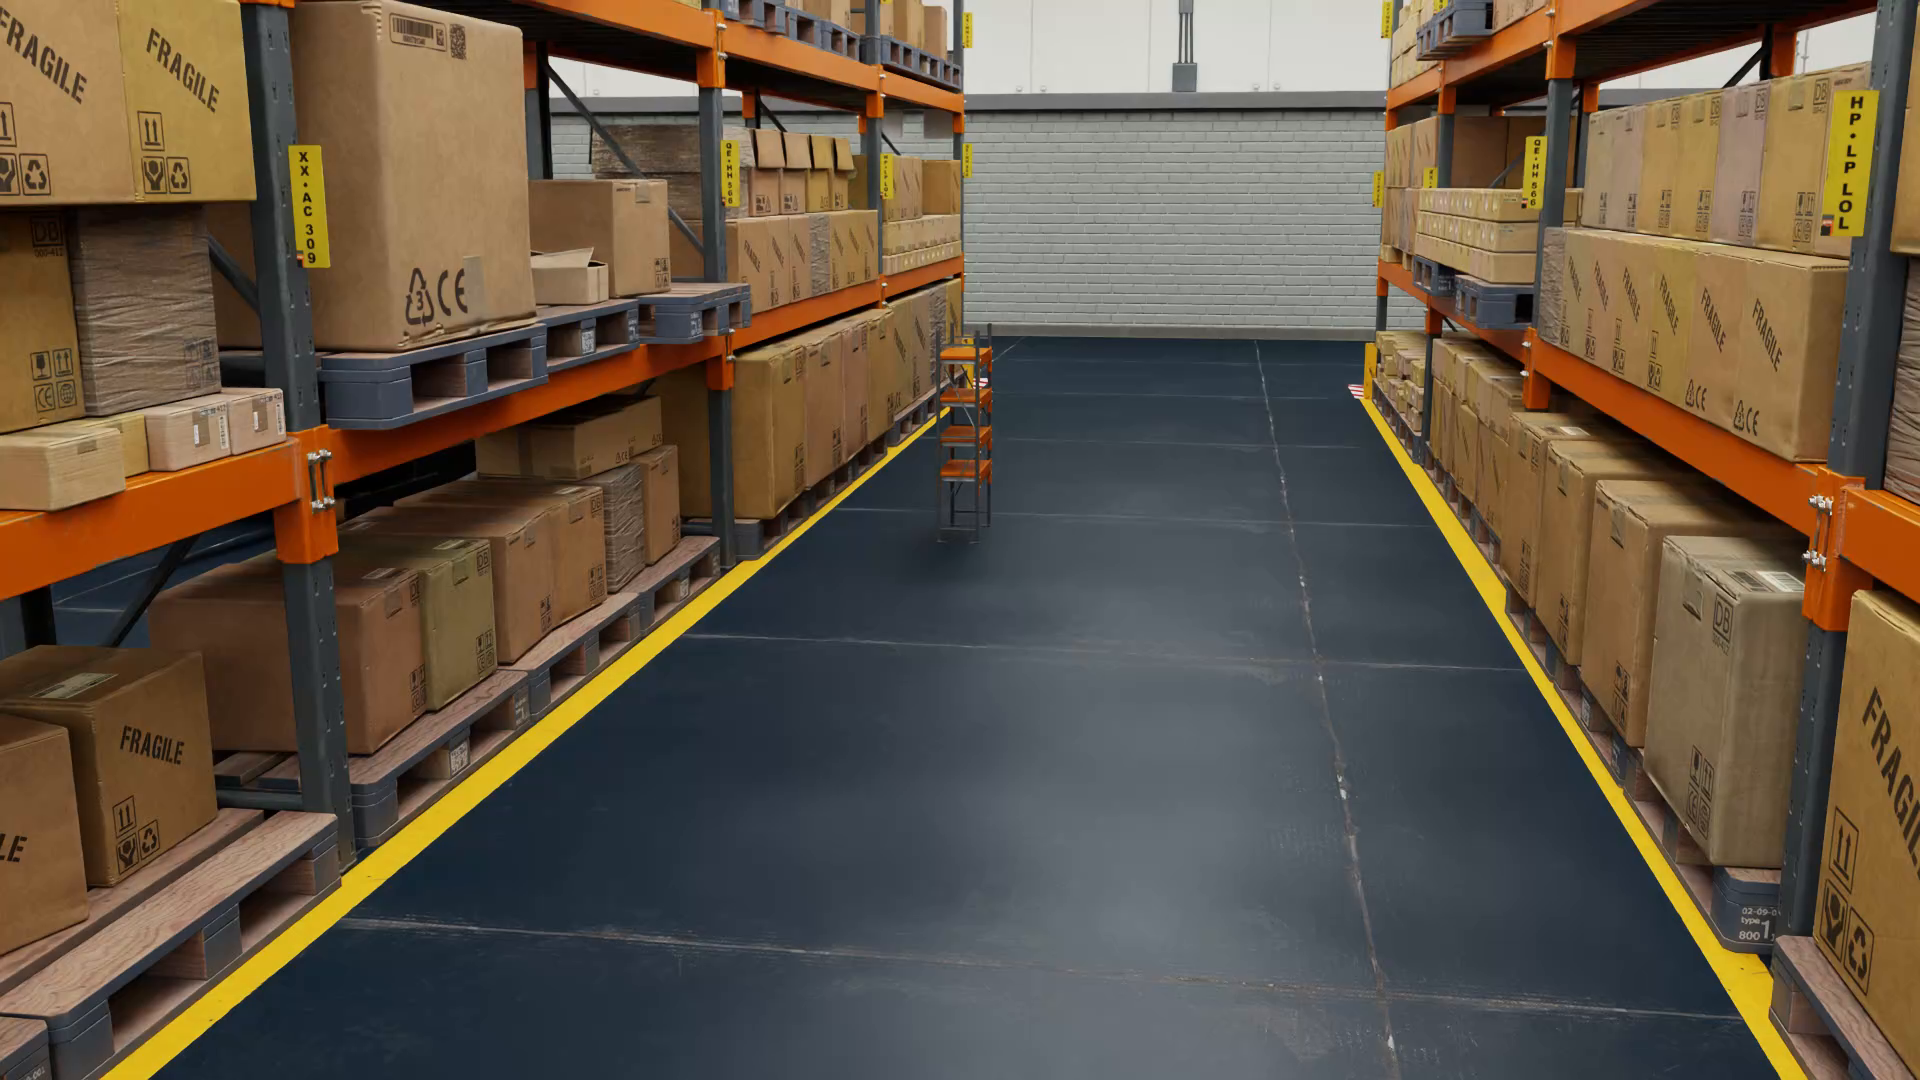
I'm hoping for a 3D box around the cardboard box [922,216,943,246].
[{"bbox_3d":[-0.434,-2.748,14.774,0.500,0.250,0.500,1,12,7],"label":"cardboard box"}]

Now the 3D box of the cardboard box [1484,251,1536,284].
[{"bbox_3d":[2.812,-1.350,8.236,0.380,0.149,0.250,2,12,10],"label":"cardboard box"}]

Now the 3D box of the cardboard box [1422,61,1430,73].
[{"bbox_3d":[3.702,-3.590,12.267,0.500,0.250,0.500,2,12,8],"label":"cardboard box"}]

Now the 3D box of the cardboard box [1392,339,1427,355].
[{"bbox_3d":[3.959,-1.656,14.414,0.380,0.149,0.250,1,12,6],"label":"cardboard box"}]

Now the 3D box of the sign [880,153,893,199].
[{"bbox_3d":[-0.543,-2.676,12.230,0.100,0.325,0.005,2,12,9],"label":"sign"}]

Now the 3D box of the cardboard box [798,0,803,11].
[{"bbox_3d":[-1.338,-3.567,11.018,0.500,0.311,0.500,1,12,7],"label":"cardboard box"}]

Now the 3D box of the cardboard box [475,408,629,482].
[{"bbox_3d":[-1.840,-0.440,7.524,0.500,0.250,0.500,3,13,15],"label":"cardboard box"}]

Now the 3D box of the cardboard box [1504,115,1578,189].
[{"bbox_3d":[4.115,-2.752,11.824,0.500,0.500,0.500,2,12,10],"label":"cardboard box"}]

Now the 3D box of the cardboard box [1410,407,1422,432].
[{"bbox_3d":[3.529,-0.887,12.258,0.380,0.149,0.250,2,12,9],"label":"cardboard box"}]

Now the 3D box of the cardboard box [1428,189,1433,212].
[{"bbox_3d":[3.211,-2.177,10.663,0.380,0.149,0.250,2,12,9],"label":"cardboard box"}]

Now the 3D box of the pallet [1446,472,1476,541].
[{"bbox_3d":[3.502,-0.202,9.932,1.003,0.211,1.213,2,12,9],"label":"pallet"}]

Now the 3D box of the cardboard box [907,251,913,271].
[{"bbox_3d":[-0.587,-2.256,13.440,0.380,0.149,0.250,2,12,7],"label":"cardboard box"}]

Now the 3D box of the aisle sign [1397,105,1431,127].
[{"bbox_3d":[4.135,-4.111,15.278,0.394,0.787,0.004,2,12,9],"label":"aisle sign"}]

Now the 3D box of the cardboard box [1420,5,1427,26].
[{"bbox_3d":[3.792,-3.941,12.708,0.500,0.250,0.500,2,12,11],"label":"cardboard box"}]

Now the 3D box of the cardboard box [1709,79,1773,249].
[{"bbox_3d":[2.801,-1.171,5.195,0.700,0.500,0.500,2,12,9],"label":"cardboard box"}]

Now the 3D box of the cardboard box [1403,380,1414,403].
[{"bbox_3d":[3.593,-1.128,12.674,0.380,0.149,0.250,1,12,7],"label":"cardboard box"}]

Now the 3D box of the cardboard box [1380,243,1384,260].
[{"bbox_3d":[4.047,-2.635,15.199,0.380,0.149,0.250,2,12,8],"label":"cardboard box"}]

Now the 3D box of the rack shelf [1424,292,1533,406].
[{"bbox_3d":[3.498,-1.214,9.716,1.077,0.370,4.000,2,12,9],"label":"rack shelf"}]

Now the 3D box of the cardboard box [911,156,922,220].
[{"bbox_3d":[-0.595,-2.905,13.723,0.500,0.500,0.500,1,12,7],"label":"cardboard box"}]

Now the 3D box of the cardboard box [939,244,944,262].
[{"bbox_3d":[-0.350,-2.577,14.925,0.380,0.149,0.250,2,12,7],"label":"cardboard box"}]

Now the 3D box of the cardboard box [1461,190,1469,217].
[{"bbox_3d":[2.974,-1.852,9.156,0.380,0.149,0.250,2,12,9],"label":"cardboard box"}]

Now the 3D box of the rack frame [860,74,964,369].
[{"bbox_3d":[-0.465,-2.997,16.279,1.000,3.000,0.127,2,12,9],"label":"rack frame"}]

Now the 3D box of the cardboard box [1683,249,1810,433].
[{"bbox_3d":[2.469,-0.588,4.866,0.500,0.500,0.500,2,12,8],"label":"cardboard box"}]

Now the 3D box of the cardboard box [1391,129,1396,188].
[{"bbox_3d":[4.018,-3.308,14.406,0.500,0.500,0.500,2,12,10],"label":"cardboard box"}]

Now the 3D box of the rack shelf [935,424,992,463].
[{"bbox_3d":[0.025,-0.555,9.541,0.258,0.148,0.480,2,12,9],"label":"rack shelf"}]

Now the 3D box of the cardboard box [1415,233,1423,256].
[{"bbox_3d":[3.290,-1.998,11.243,0.380,0.149,0.250,1,12,6],"label":"cardboard box"}]

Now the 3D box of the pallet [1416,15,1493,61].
[{"bbox_3d":[3.605,-3.232,10.696,1.213,0.211,1.003,2,12,9],"label":"pallet"}]

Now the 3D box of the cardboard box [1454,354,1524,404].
[{"bbox_3d":[3.268,-0.970,10.031,0.500,0.250,0.500,2,12,11],"label":"cardboard box"}]

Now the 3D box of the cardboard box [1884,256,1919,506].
[{"bbox_3d":[2.530,-0.313,3.471,0.875,0.550,0.550,2,12,9],"label":"cardboard box"}]

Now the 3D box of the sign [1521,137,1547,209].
[{"bbox_3d":[2.652,-1.693,7.667,0.100,0.325,0.005,2,12,9],"label":"sign"}]

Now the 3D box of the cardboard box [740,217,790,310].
[{"bbox_3d":[-1.275,-1.580,9.468,0.500,0.500,0.500,2,12,7],"label":"cardboard box"}]

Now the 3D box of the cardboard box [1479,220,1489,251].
[{"bbox_3d":[2.855,-1.551,8.463,0.380,0.149,0.250,2,12,11],"label":"cardboard box"}]

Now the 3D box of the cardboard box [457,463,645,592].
[{"bbox_3d":[-1.851,-0.069,7.581,0.700,0.500,0.500,1,12,4],"label":"cardboard box"}]

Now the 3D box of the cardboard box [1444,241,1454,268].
[{"bbox_3d":[3.053,-1.673,9.738,0.380,0.149,0.250,1,12,6],"label":"cardboard box"}]

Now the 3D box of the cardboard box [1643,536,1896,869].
[{"bbox_3d":[2.581,0.445,4.651,1.050,0.750,0.750,2,12,8],"label":"cardboard box"}]

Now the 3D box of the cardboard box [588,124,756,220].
[{"bbox_3d":[-1.567,-2.022,9.139,0.797,0.503,0.637,2,12,11],"label":"cardboard box"}]

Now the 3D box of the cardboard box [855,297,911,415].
[{"bbox_3d":[-0.900,-1.466,13.220,0.875,0.875,0.875,2,12,9],"label":"cardboard box"}]

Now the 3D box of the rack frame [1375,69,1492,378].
[{"bbox_3d":[4.420,-2.815,15.436,1.000,3.000,0.127,2,12,9],"label":"rack frame"}]

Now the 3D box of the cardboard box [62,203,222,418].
[{"bbox_3d":[-2.441,-0.601,4.221,0.875,0.500,0.500,2,12,9],"label":"cardboard box"}]

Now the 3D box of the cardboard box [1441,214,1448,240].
[{"bbox_3d":[3.093,-1.870,9.943,0.380,0.149,0.250,2,12,8],"label":"cardboard box"}]

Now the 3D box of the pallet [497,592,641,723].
[{"bbox_3d":[-2.007,0.448,6.916,1.003,0.211,1.213,2,12,9],"label":"pallet"}]

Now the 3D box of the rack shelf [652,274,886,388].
[{"bbox_3d":[-1.388,-1.396,10.559,1.077,0.370,4.000,2,12,9],"label":"rack shelf"}]

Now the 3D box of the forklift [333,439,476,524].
[{"bbox_3d":[-4.065,-1.614,10.025,1.130,2.935,3.031,3,13,15],"label":"forklift"}]

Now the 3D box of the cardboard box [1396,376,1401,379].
[{"bbox_3d":[3.940,-1.313,14.237,0.380,0.149,0.250,2,12,9],"label":"cardboard box"}]

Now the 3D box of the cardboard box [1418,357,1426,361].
[{"bbox_3d":[3.751,-1.325,12.882,0.380,0.149,0.250,2,12,11],"label":"cardboard box"}]

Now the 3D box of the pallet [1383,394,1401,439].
[{"bbox_3d":[4.059,-1.015,13.702,1.003,0.211,1.213,2,12,9],"label":"pallet"}]

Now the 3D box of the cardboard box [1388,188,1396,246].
[{"bbox_3d":[4.021,-2.813,14.481,0.500,0.500,0.500,2,12,9],"label":"cardboard box"}]

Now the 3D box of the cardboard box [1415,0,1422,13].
[{"bbox_3d":[3.775,-4.212,13.021,0.380,0.149,0.250,2,12,8],"label":"cardboard box"}]

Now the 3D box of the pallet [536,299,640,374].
[{"bbox_3d":[-1.959,-0.824,6.654,1.003,0.211,1.213,2,12,9],"label":"pallet"}]

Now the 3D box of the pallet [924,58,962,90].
[{"bbox_3d":[-0.569,-4.265,15.254,1.003,0.211,1.213,2,12,9],"label":"pallet"}]

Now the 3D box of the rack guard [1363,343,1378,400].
[{"bbox_3d":[4.409,-1.577,15.626,1.175,0.500,0.348,2,12,9],"label":"rack guard"}]

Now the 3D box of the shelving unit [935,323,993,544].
[{"bbox_3d":[0.025,-0.621,9.527,0.258,1.200,0.503,2,12,9],"label":"shelving unit"}]

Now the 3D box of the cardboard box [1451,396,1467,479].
[{"bbox_3d":[3.283,-0.601,10.098,0.500,0.500,0.500,2,12,10],"label":"cardboard box"}]

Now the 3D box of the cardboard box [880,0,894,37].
[{"bbox_3d":[-0.932,-4.210,13.318,0.700,0.500,0.500,3,12,12],"label":"cardboard box"}]
